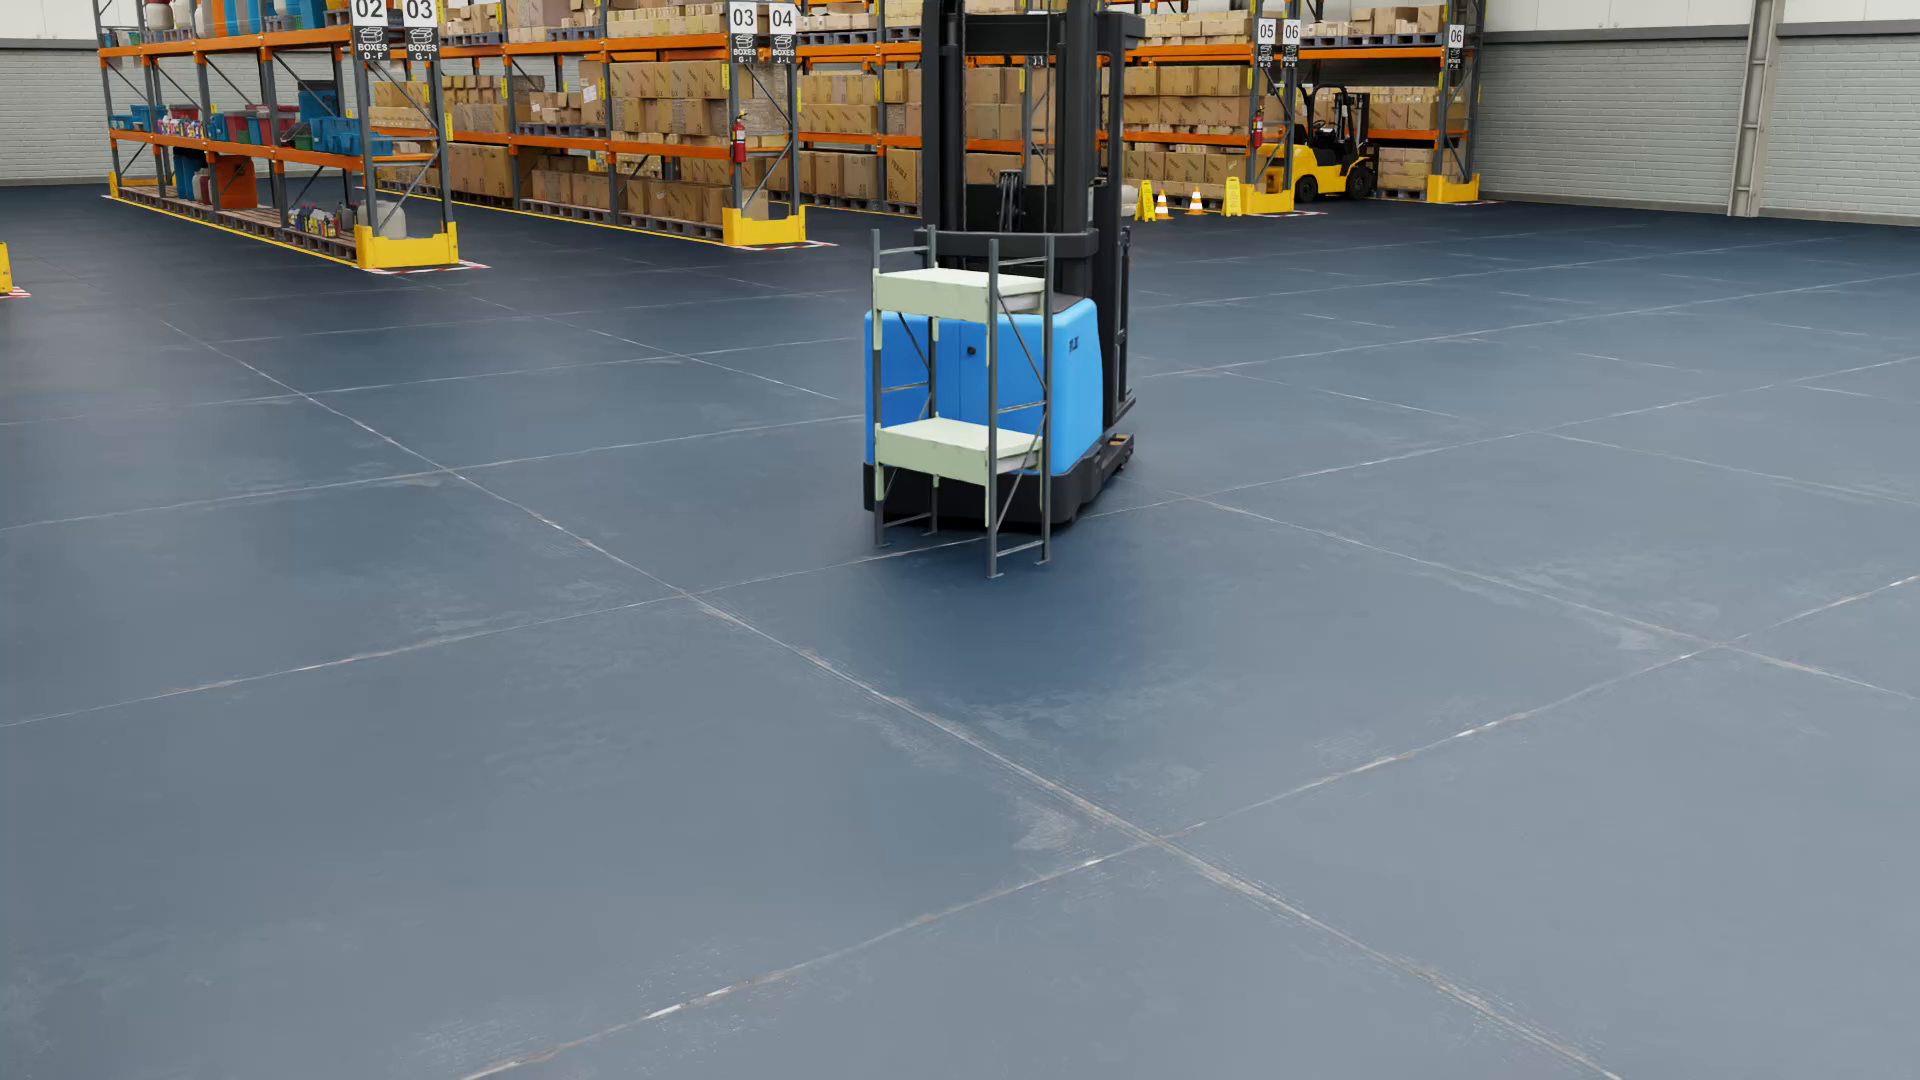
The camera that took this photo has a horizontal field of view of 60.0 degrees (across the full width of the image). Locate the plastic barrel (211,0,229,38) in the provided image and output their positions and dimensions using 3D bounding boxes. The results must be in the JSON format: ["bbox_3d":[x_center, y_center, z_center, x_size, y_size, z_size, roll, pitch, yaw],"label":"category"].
[{"bbox_3d":[-10.702,-7.834,24.521,0.600,0.830,0.708,-11,19,-35],"label":"plastic barrel"}]

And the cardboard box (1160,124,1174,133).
[{"bbox_3d":[3.821,-7.419,29.977,0.380,0.149,0.250,-11,19,-35],"label":"cardboard box"}]

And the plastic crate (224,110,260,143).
[{"bbox_3d":[-10.692,-6.167,24.805,0.402,0.464,0.583,-11,19,-35],"label":"plastic crate"}]

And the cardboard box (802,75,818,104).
[{"bbox_3d":[-2.459,-8.262,30.496,0.700,0.500,0.500,-11,19,-35],"label":"cardboard box"}]

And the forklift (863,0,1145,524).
[{"bbox_3d":[0.395,-1.838,9.240,1.130,2.935,3.031,4,16,15],"label":"forklift"}]

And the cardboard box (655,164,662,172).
[{"bbox_3d":[-6.280,-7.945,35.462,0.380,0.149,0.250,-12,19,-37],"label":"cardboard box"}]

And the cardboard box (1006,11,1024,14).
[{"bbox_3d":[0.918,-7.932,25.185,0.380,0.149,0.250,-11,19,-35],"label":"cardboard box"}]

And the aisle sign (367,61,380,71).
[{"bbox_3d":[-12.377,-10.228,34.841,0.394,0.787,0.004,-11,19,-35],"label":"aisle sign"}]

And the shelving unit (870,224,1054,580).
[{"bbox_3d":[0.004,-0.652,7.617,0.755,1.500,0.431,14,21,42],"label":"shelving unit"}]

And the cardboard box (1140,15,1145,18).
[{"bbox_3d":[3.359,-9.405,30.039,0.380,0.149,0.250,-11,19,-35],"label":"cardboard box"}]

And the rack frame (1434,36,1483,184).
[{"bbox_3d":[9.345,-7.899,31.253,1.000,3.000,0.127,-11,19,-35],"label":"rack frame"}]

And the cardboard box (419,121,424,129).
[{"bbox_3d":[-10.336,-8.100,32.463,0.380,0.149,0.250,-10,18,-33],"label":"cardboard box"}]

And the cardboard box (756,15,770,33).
[{"bbox_3d":[-2.758,-7.107,22.961,0.500,0.250,0.500,-10,18,-33],"label":"cardboard box"}]

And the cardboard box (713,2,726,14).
[{"bbox_3d":[-3.100,-7.167,22.426,0.380,0.149,0.250,-11,19,-35],"label":"cardboard box"}]

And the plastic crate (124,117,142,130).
[{"bbox_3d":[-15.268,-7.736,30.862,0.416,0.233,0.300,-11,19,-35],"label":"plastic crate"}]

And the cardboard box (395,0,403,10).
[{"bbox_3d":[-10.912,-10.680,33.139,0.500,0.250,0.500,-12,19,-36],"label":"cardboard box"}]

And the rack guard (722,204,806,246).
[{"bbox_3d":[-2.729,-4.400,23.204,1.175,0.500,0.348,-11,19,-35],"label":"rack guard"}]

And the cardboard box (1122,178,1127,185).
[{"bbox_3d":[3.109,-6.690,31.250,0.500,0.250,0.500,-12,19,-37],"label":"cardboard box"}]

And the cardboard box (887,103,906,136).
[{"bbox_3d":[-0.738,-7.187,28.369,0.875,0.550,0.550,-11,19,-35],"label":"cardboard box"}]

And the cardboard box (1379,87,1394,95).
[{"bbox_3d":[8.289,-8.650,32.015,0.380,0.149,0.250,-10,18,-33],"label":"cardboard box"}]

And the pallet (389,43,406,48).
[{"bbox_3d":[-10.926,-9.992,33.388,1.003,0.211,1.213,-11,19,-35],"label":"pallet"}]

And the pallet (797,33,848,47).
[{"bbox_3d":[-2.235,-9.034,30.076,1.003,0.211,1.213,-10,18,-32],"label":"pallet"}]

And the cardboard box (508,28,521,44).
[{"bbox_3d":[-7.317,-8.532,28.169,0.500,0.250,0.500,-10,18,-34],"label":"cardboard box"}]

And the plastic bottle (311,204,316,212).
[{"bbox_3d":[-8.787,-4.395,22.635,0.144,0.351,0.185,-11,19,-35],"label":"plastic bottle"}]

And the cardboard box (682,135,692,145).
[{"bbox_3d":[-3.767,-5.761,23.919,0.380,0.149,0.250,-11,19,-35],"label":"cardboard box"}]

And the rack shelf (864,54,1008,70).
[{"bbox_3d":[-0.548,-10.362,35.936,1.077,0.370,4.000,-11,19,-35],"label":"rack shelf"}]

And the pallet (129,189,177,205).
[{"bbox_3d":[-14.931,-6.450,31.241,1.003,0.211,1.213,-11,19,-35],"label":"pallet"}]

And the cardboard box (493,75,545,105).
[{"bbox_3d":[-7.805,-7.988,29.490,0.797,0.503,0.637,-10,18,-33],"label":"cardboard box"}]

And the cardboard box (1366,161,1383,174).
[{"bbox_3d":[8.199,-7.287,32.485,0.500,0.250,0.500,-11,19,-36],"label":"cardboard box"}]

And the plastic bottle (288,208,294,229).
[{"bbox_3d":[-9.210,-4.435,22.932,0.097,0.271,0.097,0,15,0],"label":"plastic bottle"}]

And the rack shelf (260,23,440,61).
[{"bbox_3d":[-7.866,-6.347,21.265,1.077,0.370,4.000,-11,19,-35],"label":"rack shelf"}]

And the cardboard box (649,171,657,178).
[{"bbox_3d":[-6.467,-7.873,35.764,0.380,0.149,0.250,-12,19,-36],"label":"cardboard box"}]

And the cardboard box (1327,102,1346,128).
[{"bbox_3d":[7.661,-8.449,33.075,0.500,0.500,0.500,-11,19,-35],"label":"cardboard box"}]

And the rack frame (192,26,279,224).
[{"bbox_3d":[-11.394,-6.529,26.247,1.000,3.000,0.127,-11,19,-35],"label":"rack frame"}]

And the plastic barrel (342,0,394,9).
[{"bbox_3d":[-7.079,-6.761,19.805,0.600,0.830,0.708,-11,19,-35],"label":"plastic barrel"}]

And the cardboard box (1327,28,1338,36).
[{"bbox_3d":[7.463,-10.022,32.820,0.380,0.149,0.250,-10,18,-33],"label":"cardboard box"}]

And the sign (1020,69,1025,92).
[{"bbox_3d":[0.940,-6.929,25.068,0.100,0.325,0.005,-11,19,-35],"label":"sign"}]

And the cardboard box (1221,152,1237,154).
[{"bbox_3d":[4.756,-6.696,29.853,0.500,0.500,0.500,-12,19,-37],"label":"cardboard box"}]

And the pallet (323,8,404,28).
[{"bbox_3d":[-7.098,-6.368,20.336,1.003,0.211,1.213,-11,19,-35],"label":"pallet"}]

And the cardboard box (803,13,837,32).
[{"bbox_3d":[-2.472,-9.295,29.856,0.500,0.311,0.500,-11,19,-36],"label":"cardboard box"}]

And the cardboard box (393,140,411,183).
[{"bbox_3d":[-11.116,-7.865,34.359,0.875,0.875,0.875,-11,19,-35],"label":"cardboard box"}]

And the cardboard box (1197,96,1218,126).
[{"bbox_3d":[4.499,-7.500,29.043,0.500,0.500,0.500,-11,19,-34],"label":"cardboard box"}]

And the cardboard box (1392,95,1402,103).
[{"bbox_3d":[8.500,-8.460,31.885,0.380,0.149,0.250,-11,19,-35],"label":"cardboard box"}]

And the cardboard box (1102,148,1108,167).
[{"bbox_3d":[3.623,-8.881,38.780,0.500,0.500,0.500,-10,18,-32],"label":"cardboard box"}]

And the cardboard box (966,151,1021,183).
[{"bbox_3d":[0.416,-5.837,26.951,0.875,0.875,0.875,-11,19,-35],"label":"cardboard box"}]

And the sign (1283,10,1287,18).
[{"bbox_3d":[6.560,-10.514,33.552,0.100,0.325,0.005,-11,19,-35],"label":"sign"}]

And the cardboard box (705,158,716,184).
[{"bbox_3d":[-4.817,-7.475,33.646,0.500,0.500,0.500,-10,18,-34],"label":"cardboard box"}]

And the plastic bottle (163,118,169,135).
[{"bbox_3d":[-13.567,-7.087,28.522,0.152,0.276,0.135,-11,19,-35],"label":"plastic bottle"}]

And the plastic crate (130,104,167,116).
[{"bbox_3d":[-15.750,-8.240,32.321,0.616,0.435,0.499,-11,19,-35],"label":"plastic crate"}]

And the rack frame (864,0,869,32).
[{"bbox_3d":[-1.724,-12.583,37.005,1.000,3.000,0.127,-11,19,-35],"label":"rack frame"}]

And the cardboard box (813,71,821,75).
[{"bbox_3d":[-3.213,-10.931,39.019,0.380,0.149,0.250,-11,19,-36],"label":"cardboard box"}]

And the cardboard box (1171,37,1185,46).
[{"bbox_3d":[3.957,-8.807,29.365,0.380,0.149,0.250,-11,19,-35],"label":"cardboard box"}]

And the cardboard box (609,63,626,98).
[{"bbox_3d":[-4.977,-6.982,25.256,0.500,0.500,0.500,-11,19,-35],"label":"cardboard box"}]

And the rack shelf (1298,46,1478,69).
[{"bbox_3d":[8.169,-9.425,32.512,1.077,0.370,4.000,-11,19,-35],"label":"rack shelf"}]

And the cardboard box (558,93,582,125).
[{"bbox_3d":[-6.130,-7.051,27.167,0.797,0.503,0.637,-9,18,-29],"label":"cardboard box"}]

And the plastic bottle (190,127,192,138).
[{"bbox_3d":[-12.452,-6.634,27.007,0.097,0.201,0.097,0,15,0],"label":"plastic bottle"}]

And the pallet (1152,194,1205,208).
[{"bbox_3d":[4.125,-6.238,30.467,1.003,0.211,1.213,-11,19,-35],"label":"pallet"}]

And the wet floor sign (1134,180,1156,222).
[{"bbox_3d":[3.006,-5.503,26.960,0.232,0.644,0.267,14,21,42],"label":"wet floor sign"}]
